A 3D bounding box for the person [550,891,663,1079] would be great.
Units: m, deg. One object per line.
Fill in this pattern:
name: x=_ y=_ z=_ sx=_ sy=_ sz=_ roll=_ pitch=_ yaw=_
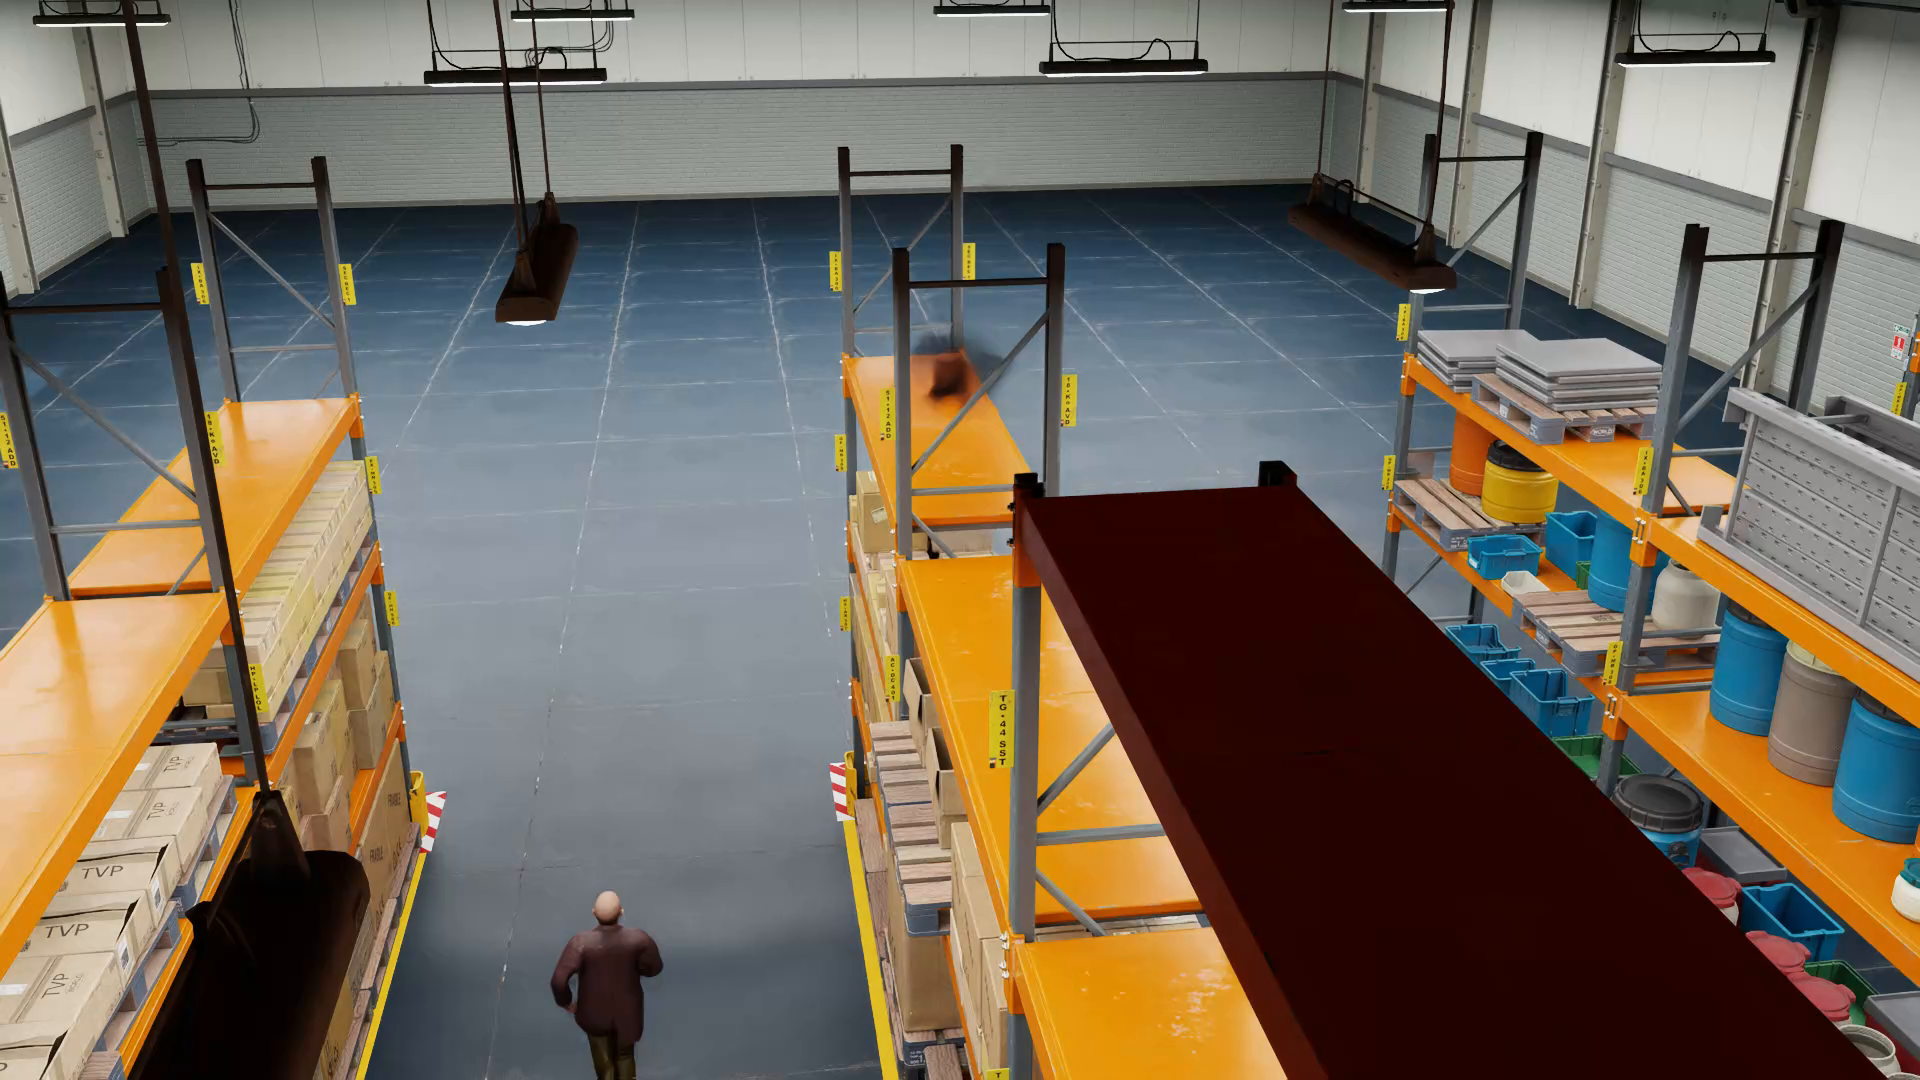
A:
person: x=-2.324 y=3.078 z=11.052 sx=0.722 sy=1.737 sz=0.664 roll=-5 pitch=22 yaw=-13
